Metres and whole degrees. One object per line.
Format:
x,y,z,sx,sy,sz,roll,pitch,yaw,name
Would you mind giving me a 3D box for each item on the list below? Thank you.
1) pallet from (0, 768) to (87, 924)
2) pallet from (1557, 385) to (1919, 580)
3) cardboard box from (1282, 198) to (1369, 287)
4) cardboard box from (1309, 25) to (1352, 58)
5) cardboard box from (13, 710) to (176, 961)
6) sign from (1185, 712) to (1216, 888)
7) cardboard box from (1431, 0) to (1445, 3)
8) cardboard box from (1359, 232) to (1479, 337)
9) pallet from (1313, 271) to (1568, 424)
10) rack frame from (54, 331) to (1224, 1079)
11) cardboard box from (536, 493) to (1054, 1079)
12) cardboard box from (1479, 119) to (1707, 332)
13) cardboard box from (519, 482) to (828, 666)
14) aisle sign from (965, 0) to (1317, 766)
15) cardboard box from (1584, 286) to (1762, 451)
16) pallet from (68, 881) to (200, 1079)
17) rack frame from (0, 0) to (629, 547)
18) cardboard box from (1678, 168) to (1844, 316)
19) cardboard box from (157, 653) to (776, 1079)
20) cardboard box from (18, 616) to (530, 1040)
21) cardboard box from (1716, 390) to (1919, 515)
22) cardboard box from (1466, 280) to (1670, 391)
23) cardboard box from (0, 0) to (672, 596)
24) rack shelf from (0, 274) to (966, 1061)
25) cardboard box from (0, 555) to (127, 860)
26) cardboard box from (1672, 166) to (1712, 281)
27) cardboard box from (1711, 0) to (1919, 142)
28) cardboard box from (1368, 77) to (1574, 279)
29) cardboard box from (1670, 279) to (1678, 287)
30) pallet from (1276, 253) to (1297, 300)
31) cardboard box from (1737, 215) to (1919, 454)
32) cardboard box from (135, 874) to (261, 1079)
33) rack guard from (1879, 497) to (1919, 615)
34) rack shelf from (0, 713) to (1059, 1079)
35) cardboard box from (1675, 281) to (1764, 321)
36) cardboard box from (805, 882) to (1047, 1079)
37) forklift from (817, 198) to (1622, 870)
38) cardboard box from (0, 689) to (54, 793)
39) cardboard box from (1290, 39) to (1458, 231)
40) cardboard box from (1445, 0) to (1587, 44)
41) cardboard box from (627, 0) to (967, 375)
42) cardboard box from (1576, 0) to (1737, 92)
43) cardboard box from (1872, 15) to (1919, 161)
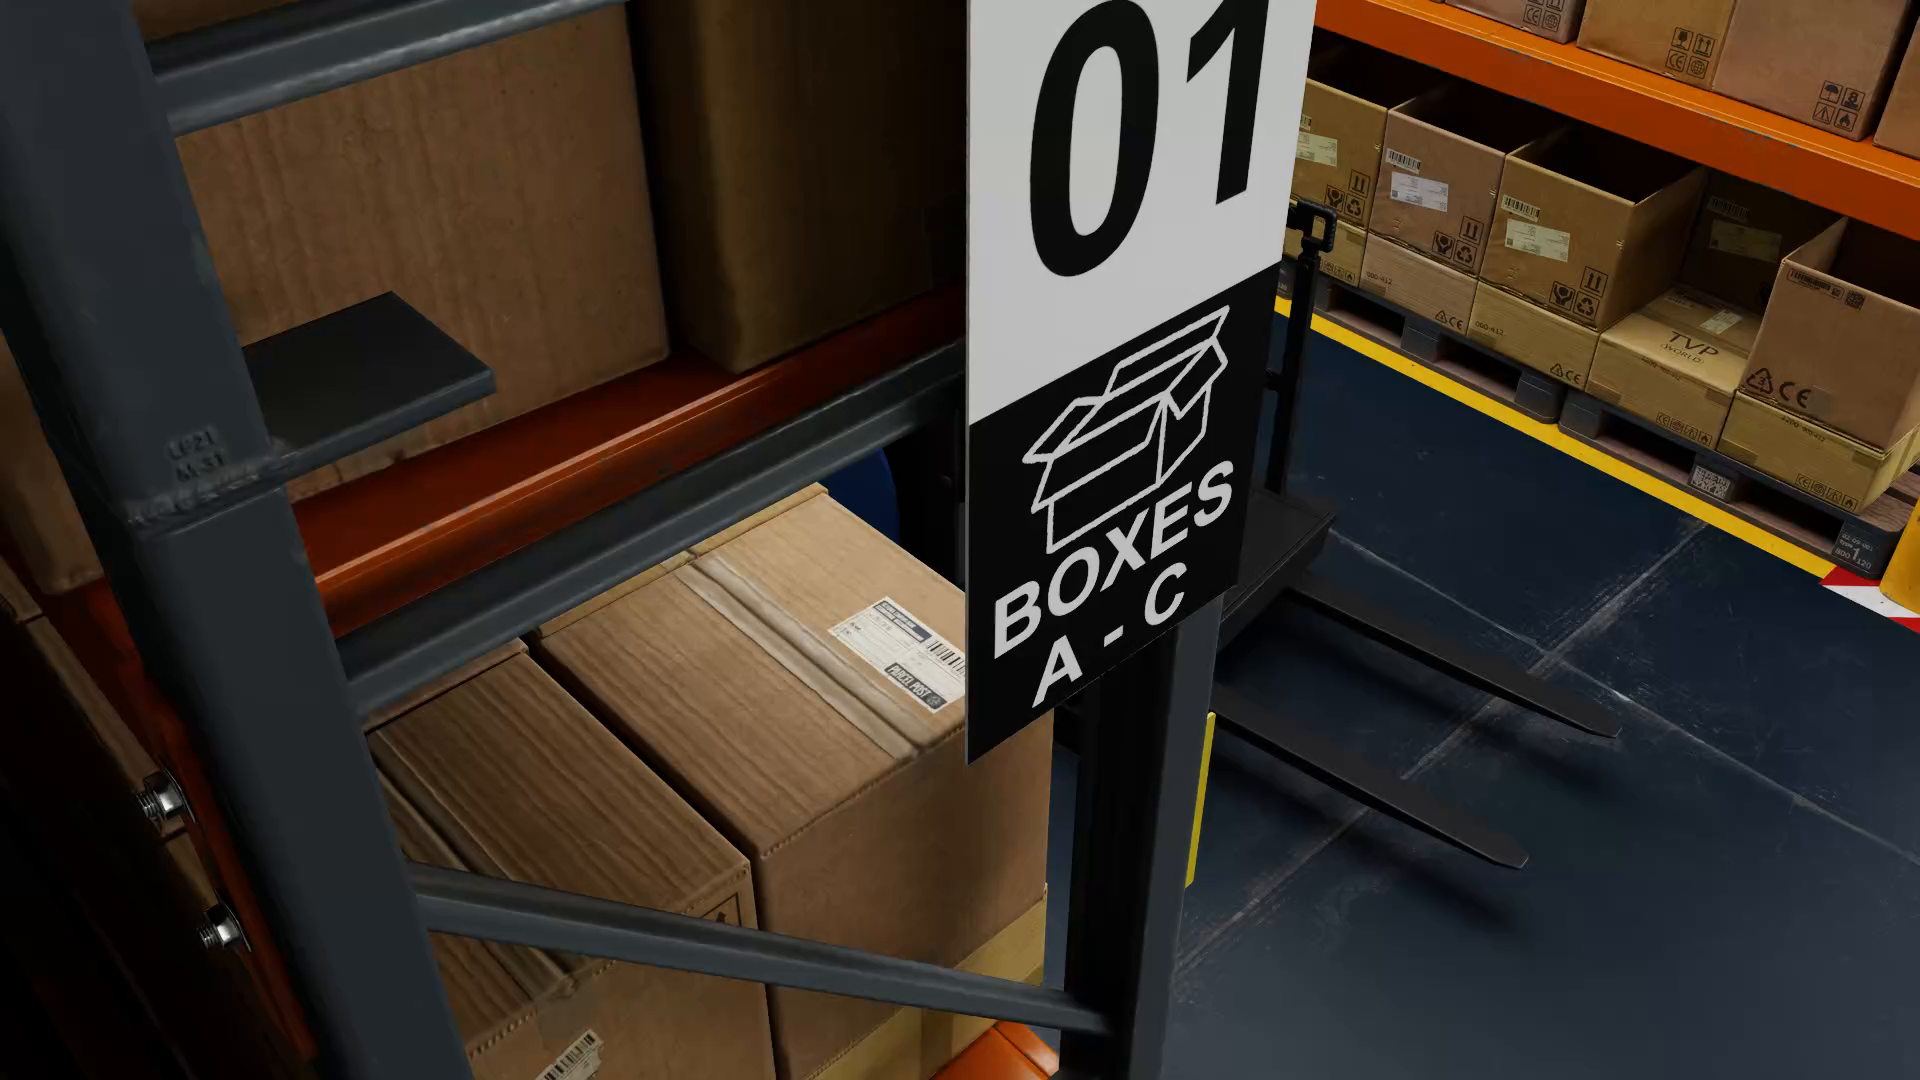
-2.344,0.459,4.938,1.003,0.211,1.213,-30,48,-32,pallet
2.979,-0.429,6.037,1.003,0.211,1.213,-30,48,-32,pallet
1.581,-1.312,6.765,0.500,0.250,0.500,-30,48,-32,cardboard box
1.249,-1.839,6.821,0.500,0.500,0.500,-30,48,-32,cardboard box
-1.280,0.379,2.921,0.500,0.250,0.500,-30,48,-32,cardboard box
0.281,0.362,2.150,0.100,0.325,0.005,-30,48,-32,sign
1.825,-2.390,6.166,0.700,0.500,0.500,-29,47,-31,cardboard box
1.924,-1.083,6.482,0.500,0.250,0.500,-30,48,-32,cardboard box
2.159,-0.993,6.736,1.003,0.211,1.213,-30,48,-32,pallet
-0.119,0.929,2.136,1.000,3.000,0.127,-30,48,-32,rack frame
-0.220,0.339,2.373,0.500,0.500,0.500,-30,48,-32,cardboard box
2.258,-1.141,5.957,0.500,0.500,0.500,-30,48,-32,cardboard box
-0.547,0.106,2.662,0.500,0.500,0.500,-30,48,-32,cardboard box
0.151,-0.176,1.436,0.394,0.787,0.004,-30,48,-32,aisle sign
2.600,-0.620,5.909,0.500,0.250,0.500,-30,48,-32,cardboard box
-1.515,1.023,4.239,1.003,0.211,1.213,-30,48,-32,pallet
-0.119,-1.405,0.251,1.000,3.000,0.127,-30,48,-32,rack frame
2.989,-1.136,5.951,0.500,0.500,0.500,-30,48,-32,cardboard box
-0.594,0.560,2.100,0.500,0.500,0.500,-31,48,-32,cardboard box
-0.927,0.323,2.393,0.500,0.500,0.500,-29,47,-31,cardboard box
2.947,-0.394,5.629,0.500,0.250,0.500,-30,48,-32,cardboard box
2.261,-0.851,6.195,0.500,0.250,0.500,-30,48,-32,cardboard box
-0.588,-0.370,1.262,0.500,0.500,0.500,-26,46,-29,cardboard box
-1.471,-0.884,2.566,1.077,0.370,4.000,-30,48,-32,rack shelf
-1.280,0.086,2.687,0.500,0.500,0.500,-31,48,-33,cardboard box
2.641,-1.362,6.231,0.500,0.500,0.500,-30,48,-32,cardboard box
2.862,-1.679,5.286,0.700,0.500,0.500,-29,47,-31,cardboard box
1.921,-1.373,6.245,0.500,0.500,0.500,-30,48,-32,cardboard box
2.650,-1.075,6.473,0.500,0.250,0.500,-30,48,-32,cardboard box
1.329,-1.558,7.435,1.003,0.211,1.213,-30,48,-32,pallet
2.946,-0.685,5.392,0.500,0.500,0.500,-30,48,-32,cardboard box
-0.936,0.610,2.636,0.500,0.250,0.500,-29,47,-31,cardboard box
3.544,-0.194,5.517,1.175,0.500,0.348,-30,48,-32,rack guard
-1.471,0.283,3.508,1.077,0.370,4.000,-30,48,-32,rack shelf
2.988,-0.844,6.186,0.500,0.250,0.500,-30,48,-32,cardboard box
-0.215,0.619,2.624,0.500,0.250,0.500,-31,48,-33,cardboard box
0.485,-0.888,4.441,3.031,2.935,1.130,27,46,30,forklift
-1.624,0.147,3.209,0.500,0.250,0.500,-29,47,-31,cardboard box
1.582,-1.604,6.530,0.500,0.500,0.500,-30,48,-32,cardboard box
2.172,-2.153,5.873,0.700,0.500,0.500,-28,47,-31,cardboard box
-0.161,-0.545,1.479,0.500,0.500,0.500,-29,47,-31,cardboard box
2.531,-1.911,5.574,0.700,0.500,0.500,-30,47,-31,cardboard box
3.221,-1.438,4.988,0.700,0.500,0.500,-30,48,-32,cardboard box
